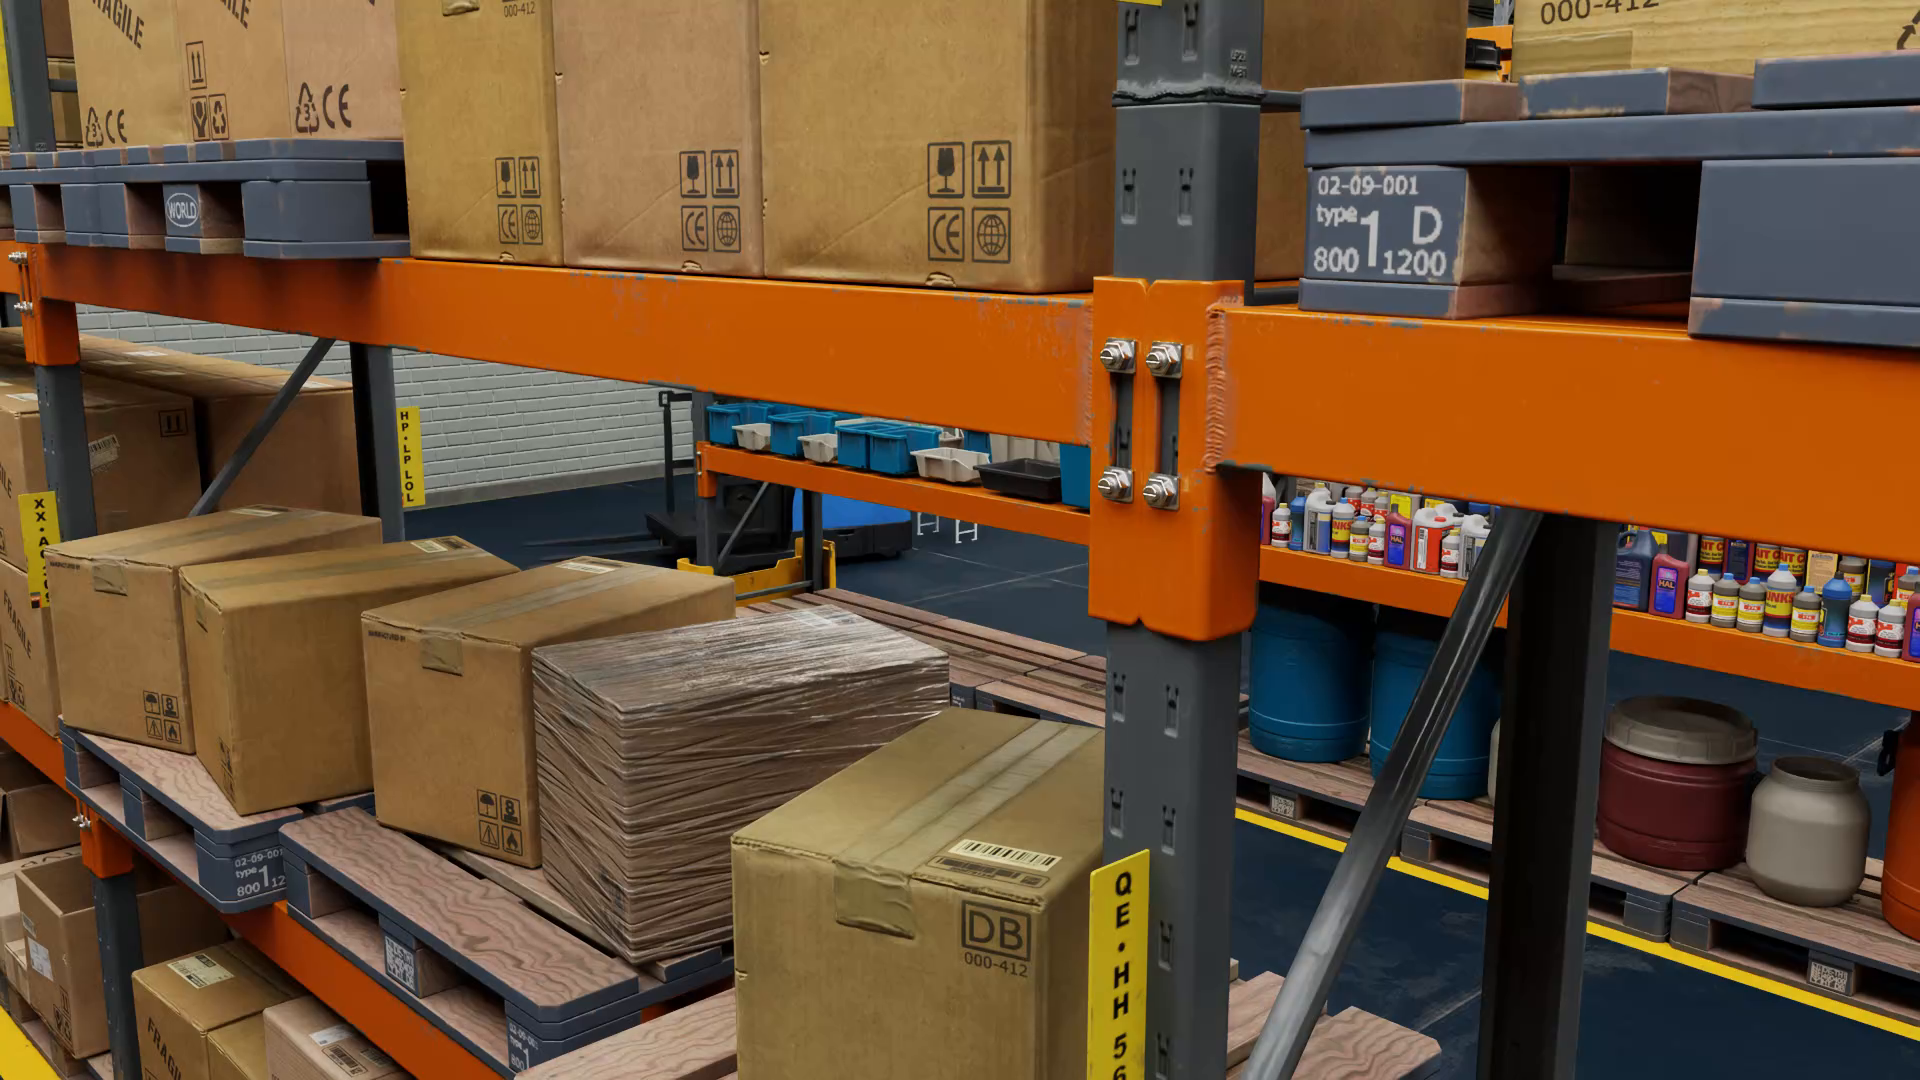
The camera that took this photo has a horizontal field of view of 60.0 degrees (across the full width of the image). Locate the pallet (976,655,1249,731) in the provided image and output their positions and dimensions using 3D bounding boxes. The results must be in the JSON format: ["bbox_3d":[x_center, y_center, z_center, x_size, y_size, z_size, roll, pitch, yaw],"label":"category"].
[{"bbox_3d":[0.850,0.949,9.281,1.003,0.211,1.213,-11,16,-43],"label":"pallet"}]

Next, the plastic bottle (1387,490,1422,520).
[{"bbox_3d":[2.153,-0.182,7.982,0.144,0.351,0.185,-11,16,-43],"label":"plastic bottle"}]

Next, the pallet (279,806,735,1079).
[{"bbox_3d":[-0.783,0.770,3.717,1.003,0.211,1.213,-11,16,-43],"label":"pallet"}]

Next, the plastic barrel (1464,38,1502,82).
[{"bbox_3d":[2.163,-1.977,7.632,0.600,0.588,0.600,0,12,0],"label":"plastic barrel"}]

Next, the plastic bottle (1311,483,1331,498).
[{"bbox_3d":[1.814,-0.185,8.367,0.097,0.201,0.097,0,12,0],"label":"plastic bottle"}]

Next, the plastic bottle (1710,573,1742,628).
[{"bbox_3d":[2.931,0.229,6.361,0.097,0.201,0.097,0,12,0],"label":"plastic bottle"}]

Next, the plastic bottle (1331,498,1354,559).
[{"bbox_3d":[1.743,-0.057,7.572,0.097,0.271,0.097,0,12,0],"label":"plastic bottle"}]

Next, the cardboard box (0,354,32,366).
[{"bbox_3d":[-3.786,-0.423,6.305,0.500,0.500,0.500,-11,16,-43],"label":"cardboard box"}]

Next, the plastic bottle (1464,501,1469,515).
[{"bbox_3d":[2.385,-0.175,7.949,0.144,0.351,0.185,-11,16,-43],"label":"plastic bottle"}]

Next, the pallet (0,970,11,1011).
[{"bbox_3d":[-3.520,1.463,6.790,1.003,0.211,1.213,-11,16,-43],"label":"pallet"}]

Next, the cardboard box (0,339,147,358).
[{"bbox_3d":[-3.745,-0.572,7.029,0.500,0.500,0.500,-10,16,-41],"label":"cardboard box"}]

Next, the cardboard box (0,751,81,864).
[{"bbox_3d":[-3.501,1.109,6.692,0.797,0.503,0.637,-11,16,-43],"label":"cardboard box"}]

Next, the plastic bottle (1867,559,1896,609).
[{"bbox_3d":[3.659,0.144,6.597,0.097,0.271,0.097,0,12,0],"label":"plastic bottle"}]

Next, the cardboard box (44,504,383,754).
[{"bbox_3d":[-2.034,0.221,4.618,0.500,0.500,0.700,6,13,26],"label":"cardboard box"}]

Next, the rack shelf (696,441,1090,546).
[{"bbox_3d":[0.005,-0.254,9.994,1.077,0.370,4.000,-11,16,-43],"label":"rack shelf"}]

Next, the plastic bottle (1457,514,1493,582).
[{"bbox_3d":[2.229,0.036,7.112,0.152,0.276,0.135,-11,16,-43],"label":"plastic bottle"}]

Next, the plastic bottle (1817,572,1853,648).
[{"bbox_3d":[3.200,0.251,6.078,0.097,0.271,0.097,0,12,0],"label":"plastic bottle"}]

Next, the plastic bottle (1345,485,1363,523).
[{"bbox_3d":[1.992,-0.192,8.401,0.097,0.201,0.097,0,12,0],"label":"plastic bottle"}]

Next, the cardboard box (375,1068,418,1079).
[{"bbox_3d":[-1.004,1.340,3.718,0.500,0.250,0.500,-11,16,-44],"label":"cardboard box"}]

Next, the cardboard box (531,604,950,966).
[{"bbox_3d":[-0.447,0.468,3.418,0.700,0.500,0.500,-7,14,-32],"label":"cardboard box"}]

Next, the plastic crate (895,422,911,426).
[{"bbox_3d":[-0.493,-0.661,10.689,0.396,0.136,0.243,-11,16,-43],"label":"plastic crate"}]

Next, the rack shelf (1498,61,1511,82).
[{"bbox_3d":[7.244,-4.557,16.022,1.077,0.370,4.000,-11,16,-43],"label":"rack shelf"}]

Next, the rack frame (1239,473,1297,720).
[{"bbox_3d":[1.386,-0.315,8.505,1.000,3.000,0.127,-11,16,-43],"label":"rack frame"}]

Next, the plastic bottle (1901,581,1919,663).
[{"bbox_3d":[3.401,0.293,5.845,0.061,0.283,0.133,-11,16,-43],"label":"plastic bottle"}]

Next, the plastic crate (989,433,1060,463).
[{"bbox_3d":[0.464,-0.534,9.717,0.437,0.282,0.530,-11,16,-43],"label":"plastic crate"}]

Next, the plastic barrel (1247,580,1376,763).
[{"bbox_3d":[1.749,0.589,8.277,0.600,0.901,0.708,-11,16,-43],"label":"plastic barrel"}]

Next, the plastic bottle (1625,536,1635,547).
[{"bbox_3d":[2.747,0.113,6.719,0.061,0.283,0.133,-11,16,-43],"label":"plastic bottle"}]

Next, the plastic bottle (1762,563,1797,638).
[{"bbox_3d":[3.065,0.223,6.216,0.097,0.271,0.097,0,12,0],"label":"plastic bottle"}]

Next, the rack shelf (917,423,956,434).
[{"bbox_3d":[-0.114,-1.019,14.324,0.258,0.148,0.480,-11,16,-43],"label":"rack shelf"}]

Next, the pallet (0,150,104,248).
[{"bbox_3d":[-1.800,-0.897,4.364,1.213,0.211,1.003,-11,16,-43],"label":"pallet"}]

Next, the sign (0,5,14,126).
[{"bbox_3d":[-2.587,-1.271,4.430,0.100,0.325,0.005,-11,16,-43],"label":"sign"}]

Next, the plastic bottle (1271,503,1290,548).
[{"bbox_3d":[1.515,-0.071,7.813,0.097,0.201,0.097,0,12,0],"label":"plastic bottle"}]

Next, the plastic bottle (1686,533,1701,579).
[{"bbox_3d":[3.125,0.019,7.191,0.152,0.276,0.135,-11,16,-43],"label":"plastic bottle"}]

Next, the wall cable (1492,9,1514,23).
[{"bbox_3d":[9.989,-10.326,28.449,2.988,3.039,0.133,-11,16,-43],"label":"wall cable"}]

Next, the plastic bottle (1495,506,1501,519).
[{"bbox_3d":[2.508,-0.072,7.648,0.097,0.271,0.097,0,12,0],"label":"plastic bottle"}]

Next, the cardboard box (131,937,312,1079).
[{"bbox_3d":[-2.042,1.488,4.857,0.500,0.500,0.500,11,16,43],"label":"cardboard box"}]

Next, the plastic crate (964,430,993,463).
[{"bbox_3d":[0.227,-0.582,10.068,0.416,0.233,0.300,-11,16,-43],"label":"plastic crate"}]

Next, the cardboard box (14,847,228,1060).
[{"bbox_3d":[-2.798,1.340,5.577,0.500,0.500,0.500,-11,16,-43],"label":"cardboard box"}]

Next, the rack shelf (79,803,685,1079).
[{"bbox_3d":[-0.818,1.019,3.813,1.077,0.370,4.000,-11,16,-43],"label":"rack shelf"}]

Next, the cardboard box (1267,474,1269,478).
[{"bbox_3d":[2.705,-0.671,14.461,0.875,0.875,0.875,-11,16,-43],"label":"cardboard box"}]

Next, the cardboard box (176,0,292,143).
[{"bbox_3d":[-1.427,-1.220,3.927,0.600,0.600,0.600,-11,16,-43],"label":"cardboard box"}]

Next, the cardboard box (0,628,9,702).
[{"bbox_3d":[-3.087,0.214,5.692,0.500,0.500,0.500,-10,16,-41],"label":"cardboard box"}]

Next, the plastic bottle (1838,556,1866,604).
[{"bbox_3d":[3.611,0.151,6.739,0.097,0.201,0.097,0,12,0],"label":"plastic bottle"}]

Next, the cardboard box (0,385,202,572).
[{"bbox_3d":[-2.736,-0.201,5.229,0.500,0.500,0.500,-11,16,-42],"label":"cardboard box"}]

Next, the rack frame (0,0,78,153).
[{"bbox_3d":[-2.199,-2.563,4.552,1.000,3.000,0.127,-11,16,-43],"label":"rack frame"}]

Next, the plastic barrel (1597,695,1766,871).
[{"bbox_3d":[3.018,1.011,7.007,0.600,0.588,0.708,-11,16,-43],"label":"plastic barrel"}]

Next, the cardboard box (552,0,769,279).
[{"bbox_3d":[-0.115,-0.693,2.658,0.910,0.500,0.500,-11,16,-43],"label":"cardboard box"}]

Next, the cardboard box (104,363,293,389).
[{"bbox_3d":[-2.678,-0.347,5.935,0.500,0.500,0.500,11,16,43],"label":"cardboard box"}]

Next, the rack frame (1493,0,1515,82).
[{"bbox_3d":[5.863,-5.203,17.366,1.000,3.000,0.127,-11,16,-43],"label":"rack frame"}]

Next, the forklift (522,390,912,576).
[{"bbox_3d":[-1.952,-1.255,13.240,3.031,2.935,1.130,-5,13,-24],"label":"forklift"}]

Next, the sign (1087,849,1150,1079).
[{"bbox_3d":[0.177,0.508,1.841,0.100,0.325,0.005,-11,16,-43],"label":"sign"}]

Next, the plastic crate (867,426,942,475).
[{"bbox_3d":[-0.328,-0.528,9.806,0.416,0.233,0.300,-11,16,-43],"label":"plastic crate"}]

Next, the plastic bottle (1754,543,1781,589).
[{"bbox_3d":[3.384,0.068,6.965,0.097,0.271,0.097,0,12,0],"label":"plastic bottle"}]

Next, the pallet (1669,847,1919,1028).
[{"bbox_3d":[3.573,1.526,6.483,1.003,0.211,1.213,-11,16,-43],"label":"pallet"}]

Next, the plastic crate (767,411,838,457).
[{"bbox_3d":[-0.990,-0.668,10.485,0.416,0.233,0.300,-11,16,-43],"label":"plastic crate"}]

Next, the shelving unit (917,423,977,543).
[{"bbox_3d":[-0.114,-0.612,14.408,0.258,1.200,0.503,-11,16,-43],"label":"shelving unit"}]

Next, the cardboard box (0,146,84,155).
[{"bbox_3d":[-2.728,-1.054,5.034,0.500,0.250,0.500,-11,16,-43],"label":"cardboard box"}]
